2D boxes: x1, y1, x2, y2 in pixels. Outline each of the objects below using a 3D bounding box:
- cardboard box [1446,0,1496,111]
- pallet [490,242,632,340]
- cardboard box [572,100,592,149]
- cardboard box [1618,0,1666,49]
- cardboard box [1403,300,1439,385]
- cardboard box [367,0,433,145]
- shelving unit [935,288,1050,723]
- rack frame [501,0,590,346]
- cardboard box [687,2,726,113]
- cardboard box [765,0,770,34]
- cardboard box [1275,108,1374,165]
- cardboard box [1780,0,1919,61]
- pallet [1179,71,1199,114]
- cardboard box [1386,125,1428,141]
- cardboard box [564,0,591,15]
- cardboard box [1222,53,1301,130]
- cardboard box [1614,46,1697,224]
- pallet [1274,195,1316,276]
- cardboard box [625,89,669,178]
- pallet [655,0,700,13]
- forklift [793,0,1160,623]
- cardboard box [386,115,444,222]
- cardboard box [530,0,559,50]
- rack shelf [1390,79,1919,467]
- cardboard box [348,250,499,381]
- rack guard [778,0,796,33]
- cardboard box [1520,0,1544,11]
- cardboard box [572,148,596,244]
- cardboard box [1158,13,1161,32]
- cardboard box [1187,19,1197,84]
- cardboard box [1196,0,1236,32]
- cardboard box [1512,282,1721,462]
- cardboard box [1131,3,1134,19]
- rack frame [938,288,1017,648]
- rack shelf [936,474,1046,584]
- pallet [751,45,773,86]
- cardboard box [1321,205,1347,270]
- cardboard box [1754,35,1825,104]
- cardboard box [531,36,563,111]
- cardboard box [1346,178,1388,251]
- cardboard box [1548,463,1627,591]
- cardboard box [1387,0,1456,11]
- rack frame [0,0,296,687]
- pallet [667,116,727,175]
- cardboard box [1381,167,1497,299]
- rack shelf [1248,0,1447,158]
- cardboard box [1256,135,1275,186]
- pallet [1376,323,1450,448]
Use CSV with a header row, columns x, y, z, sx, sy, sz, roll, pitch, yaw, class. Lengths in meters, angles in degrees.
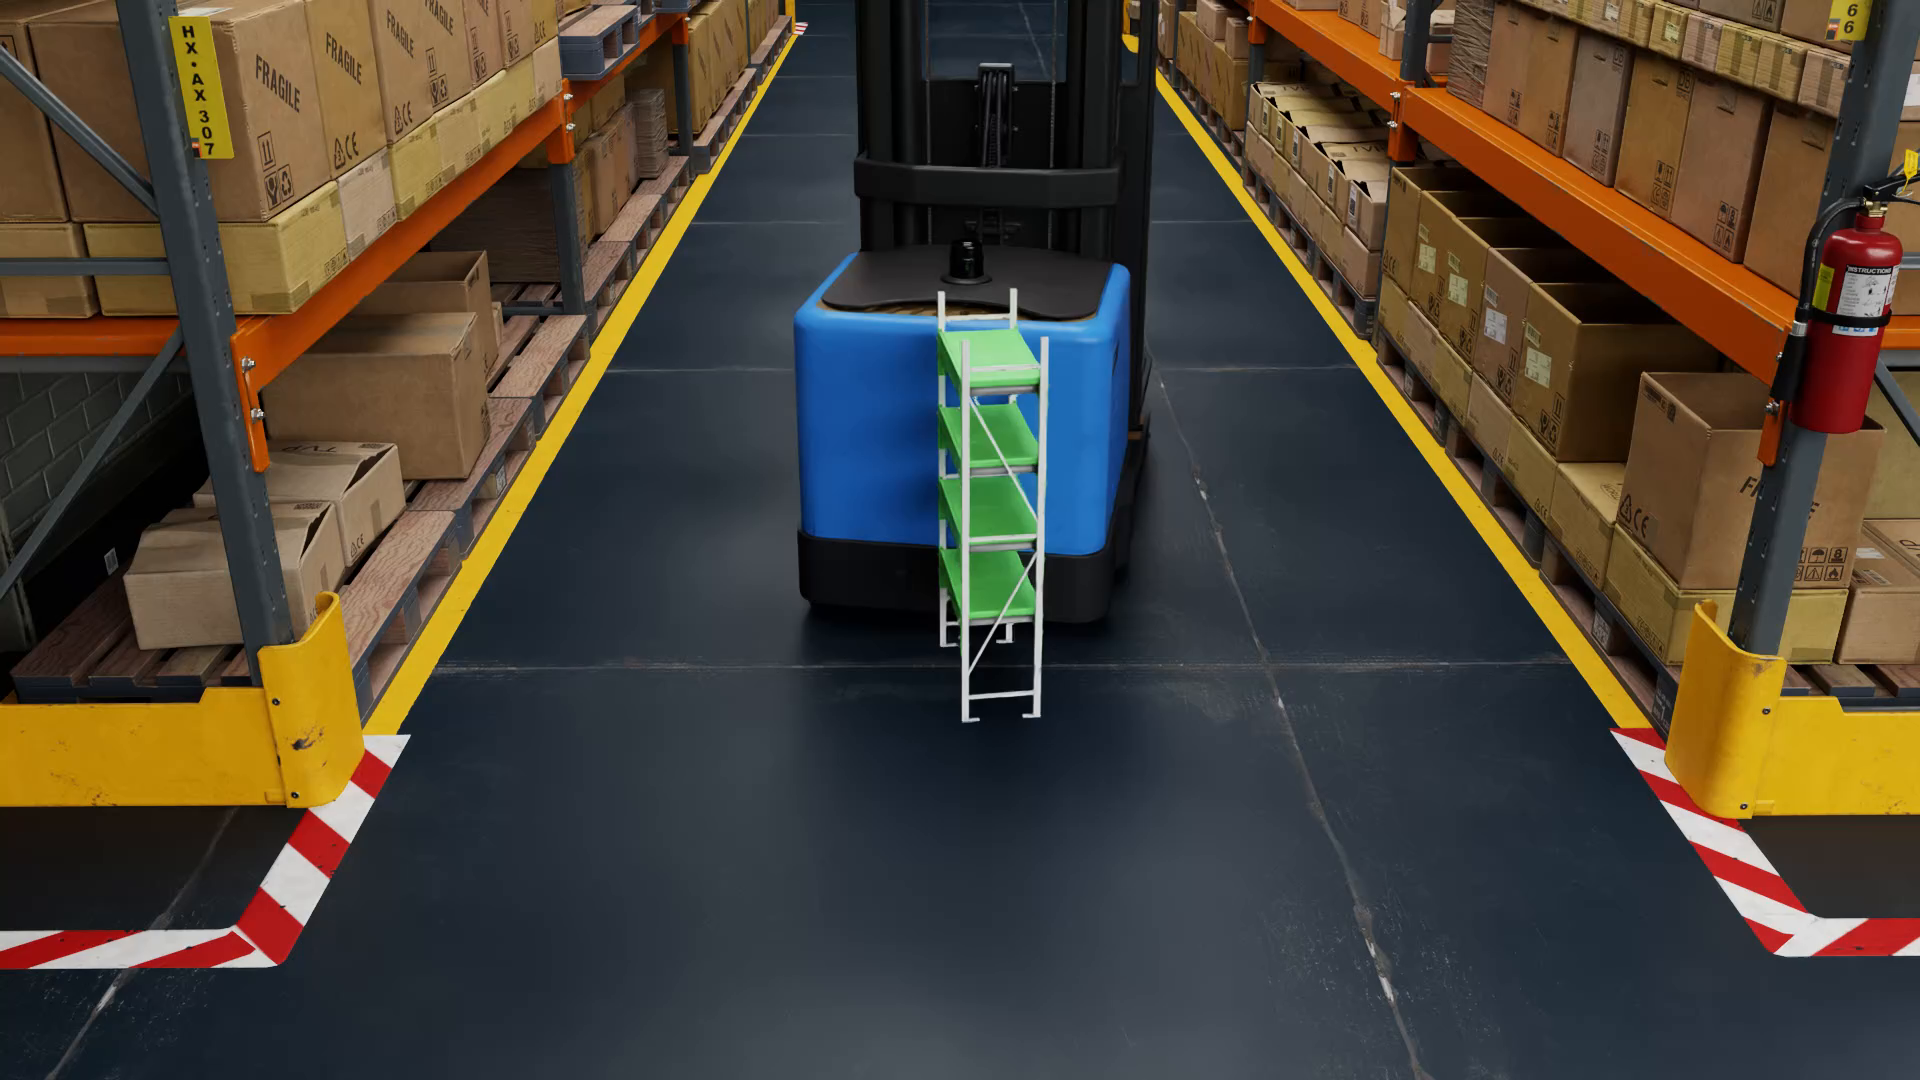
x,y,z,sx,sy,sz,roll,pitch,yaw,class
2.596,-2.197,7.346,0.700,0.500,0.500,-1,24,-2,cardboard box
-2.379,-1.361,9.002,1.003,0.211,1.213,0,24,-1,pallet
-2.411,-2.413,9.534,0.500,0.250,0.500,-1,24,-2,cardboard box
2.418,-1.717,5.498,0.380,0.149,0.250,0,24,1,cardboard box
2.287,-0.874,7.370,0.500,0.250,0.500,0,24,-1,cardboard box
-2.025,-1.559,5.306,0.500,0.500,0.500,-1,24,-2,cardboard box
0.088,-0.103,5.022,0.258,1.200,0.503,-3,25,-8,shelving unit
-2.369,-2.310,7.719,1.000,3.000,0.127,0,24,-1,rack frame
-2.293,-3.835,13.189,0.750,0.750,0.750,0,24,-1,cardboard box
-2.381,-5.606,17.529,0.700,0.500,0.500,-1,24,-2,cardboard box
2.270,-2.533,10.357,0.500,0.311,0.500,-1,24,-2,cardboard box
2.635,-1.537,4.313,0.700,0.500,0.500,0,24,0,cardboard box
2.544,-4.025,14.894,1.003,0.211,1.213,0,24,-1,pallet
2.811,-2.333,9.915,0.500,0.311,0.500,0,24,1,cardboard box
-2.339,-2.997,8.581,0.700,0.500,0.500,2,24,5,cardboard box
2.296,-3.428,12.690,0.500,0.500,0.500,1,24,2,cardboard box
2.626,-1.345,5.462,0.700,0.500,0.500,0,24,0,cardboard box
2.521,-1.871,10.131,1.003,0.211,1.213,0,24,-1,pallet
-2.353,-2.724,11.132,0.700,0.500,0.500,0,24,0,cardboard box
-2.298,-3.578,10.754,1.213,0.211,1.003,0,24,-1,pallet
0.207,-1.640,6.319,1.130,2.935,3.031,4,25,9,forklift
-2.033,-1.229,5.486,0.500,0.250,0.500,-1,24,-1,cardboard box
-2.055,-2.399,7.163,0.500,0.500,0.500,0,24,-1,cardboard box
2.606,-1.182,6.097,1.077,0.370,4.000,0,24,-1,rack shelf
-2.318,-0.944,7.198,0.500,0.500,0.500,-2,24,-5,cardboard box
-2.500,-6.126,19.189,1.175,0.500,0.348,0,24,-1,rack guard
2.406,-2.143,6.439,0.380,0.149,0.250,-1,24,-2,cardboard box
-2.449,-1.888,9.284,0.700,0.500,0.500,-1,24,-2,cardboard box
2.199,-5.149,16.723,0.500,0.311,0.500,0,24,-1,cardboard box
2.276,-4.272,14.555,0.500,0.500,0.500,0,24,0,cardboard box
2.270,-4.421,13.976,0.500,0.250,0.500,0,24,0,cardboard box
2.299,-0.598,5.849,0.500,0.500,0.500,0,24,-1,cardboard box
2.117,-5.911,18.585,0.380,0.166,0.250,0,24,-1,cardboard box
0.052,-0.203,5.242,0.240,1.200,0.015,-3,25,-8,rack frame
0.088,-0.045,5.048,0.258,0.148,0.480,-3,25,-8,rack shelf
-2.386,-4.650,16.275,1.003,0.211,1.213,0,24,-1,pallet
2.286,-1.651,9.087,0.500,0.250,0.500,-1,24,-1,cardboard box
2.429,-1.292,4.557,0.380,0.149,0.250,0,24,1,cardboard box
-2.061,-2.057,7.317,0.500,0.250,0.500,0,24,0,cardboard box
2.293,-1.694,8.502,0.500,0.311,0.500,0,24,-1,cardboard box
2.309,-0.050,5.548,0.500,0.250,0.500,0,24,-1,cardboard box
2.587,-2.913,8.930,0.500,0.500,0.500,1,24,3,cardboard box
-2.325,-0.662,4.074,1.000,3.000,0.127,0,24,-1,rack frame
-2.346,-3.013,12.657,1.003,0.211,1.213,0,24,-1,pallet
2.276,-1.422,7.671,0.500,0.500,0.500,0,24,-1,cardboard box
2.563,-2.831,9.742,1.077,0.370,4.000,0,24,-1,rack shelf
2.259,-2.497,10.958,0.500,0.250,0.500,-1,24,-2,cardboard box
2.551,-0.736,7.621,1.003,0.211,1.213,0,24,-1,pallet
